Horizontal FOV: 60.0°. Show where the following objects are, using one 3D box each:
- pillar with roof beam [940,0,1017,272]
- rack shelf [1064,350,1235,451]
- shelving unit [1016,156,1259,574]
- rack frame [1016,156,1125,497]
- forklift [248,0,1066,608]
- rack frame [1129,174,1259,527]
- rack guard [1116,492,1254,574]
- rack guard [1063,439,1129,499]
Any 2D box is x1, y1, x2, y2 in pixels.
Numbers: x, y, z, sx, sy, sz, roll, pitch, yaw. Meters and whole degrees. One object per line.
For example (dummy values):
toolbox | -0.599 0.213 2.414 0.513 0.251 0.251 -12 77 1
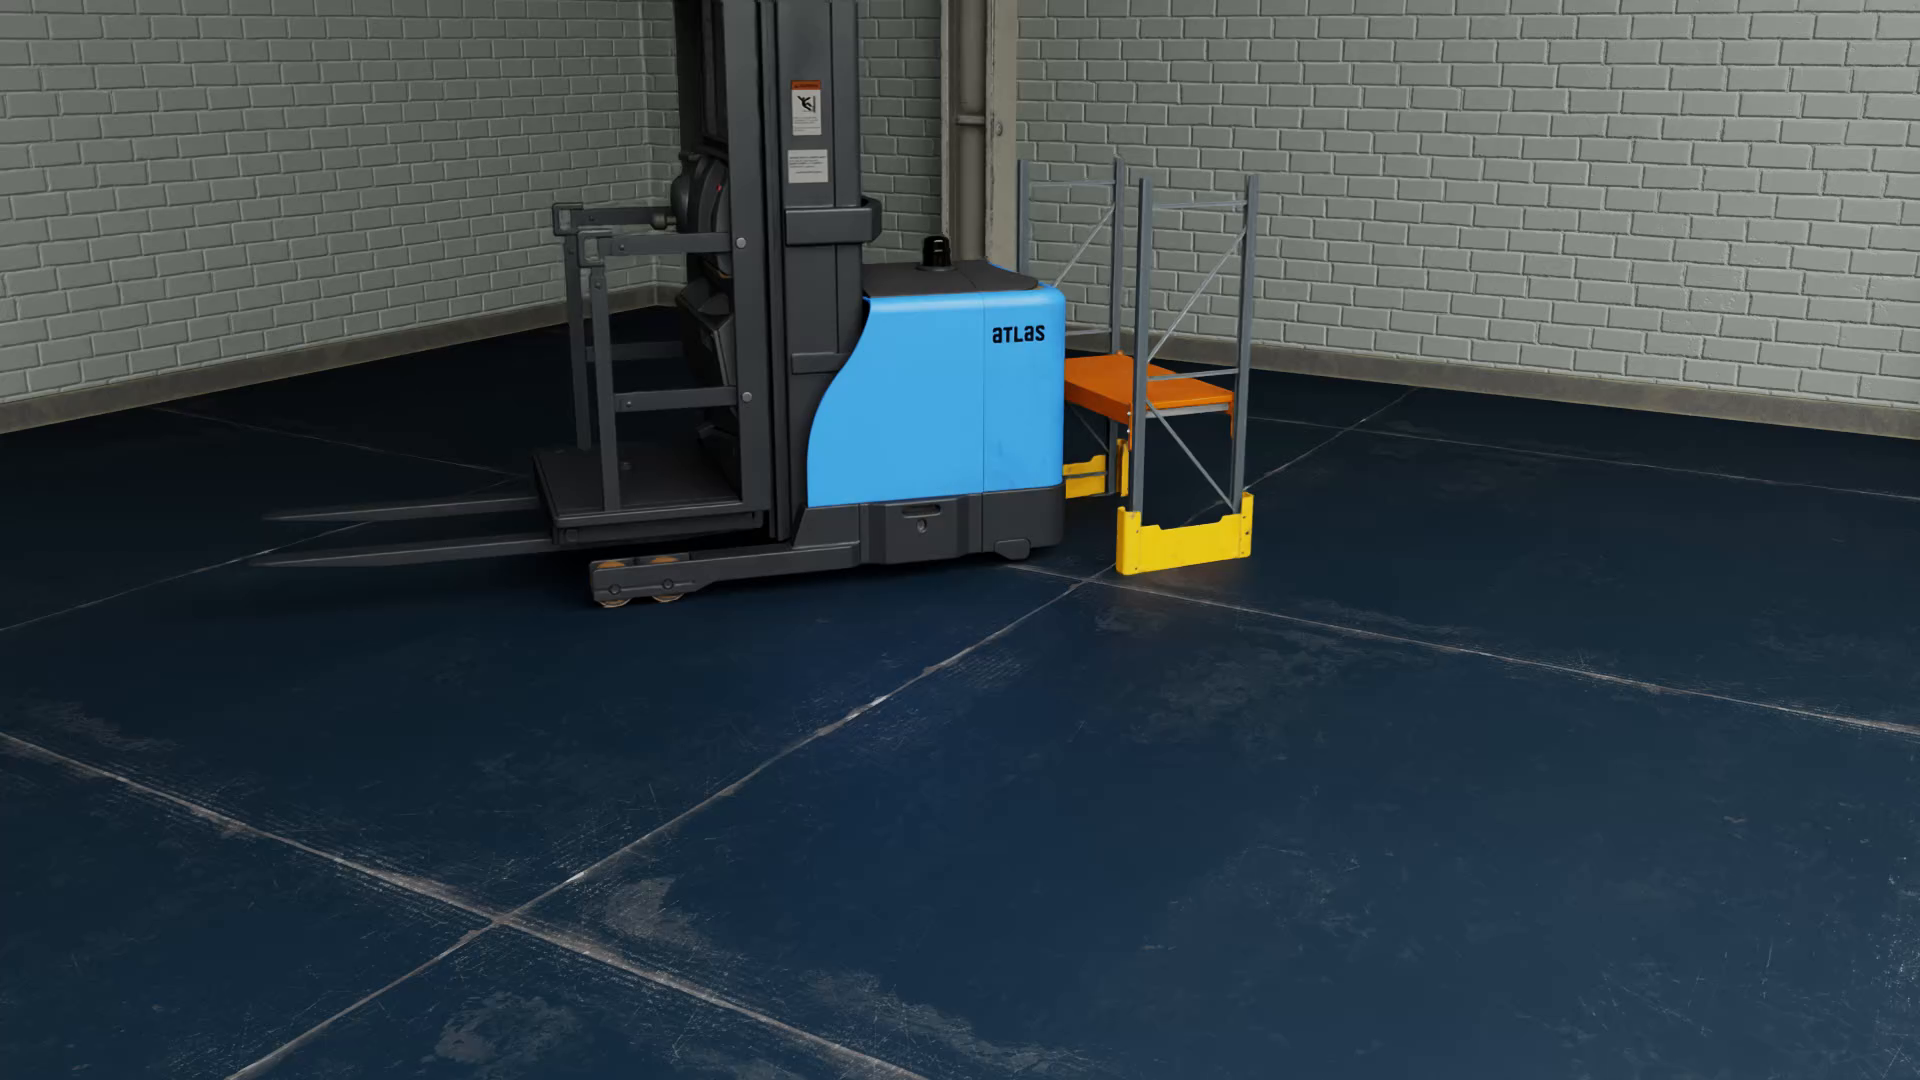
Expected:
pillar with roof beam | -2.133 -4.577 6.465 0.400 9.000 9.100 10 20 30
rack shelf | 0.681 -0.591 6.866 0.538 0.185 1.000 -7 18 -23
shelving unit | 0.685 -0.761 6.806 0.587 1.500 1.083 -7 18 -23
rack frame | 0.475 -0.898 7.258 0.500 1.500 0.032 -7 18 -23
forklift | -1.155 -1.328 6.209 3.031 2.935 1.130 -5 18 -17
rack frame | 0.888 -0.628 6.369 0.500 1.500 0.032 -7 18 -23
rack guard | 0.888 -0.031 6.552 0.587 0.250 0.087 -7 18 -23
rack guard | 0.483 -0.295 7.423 0.587 0.250 0.087 -7 18 -23
